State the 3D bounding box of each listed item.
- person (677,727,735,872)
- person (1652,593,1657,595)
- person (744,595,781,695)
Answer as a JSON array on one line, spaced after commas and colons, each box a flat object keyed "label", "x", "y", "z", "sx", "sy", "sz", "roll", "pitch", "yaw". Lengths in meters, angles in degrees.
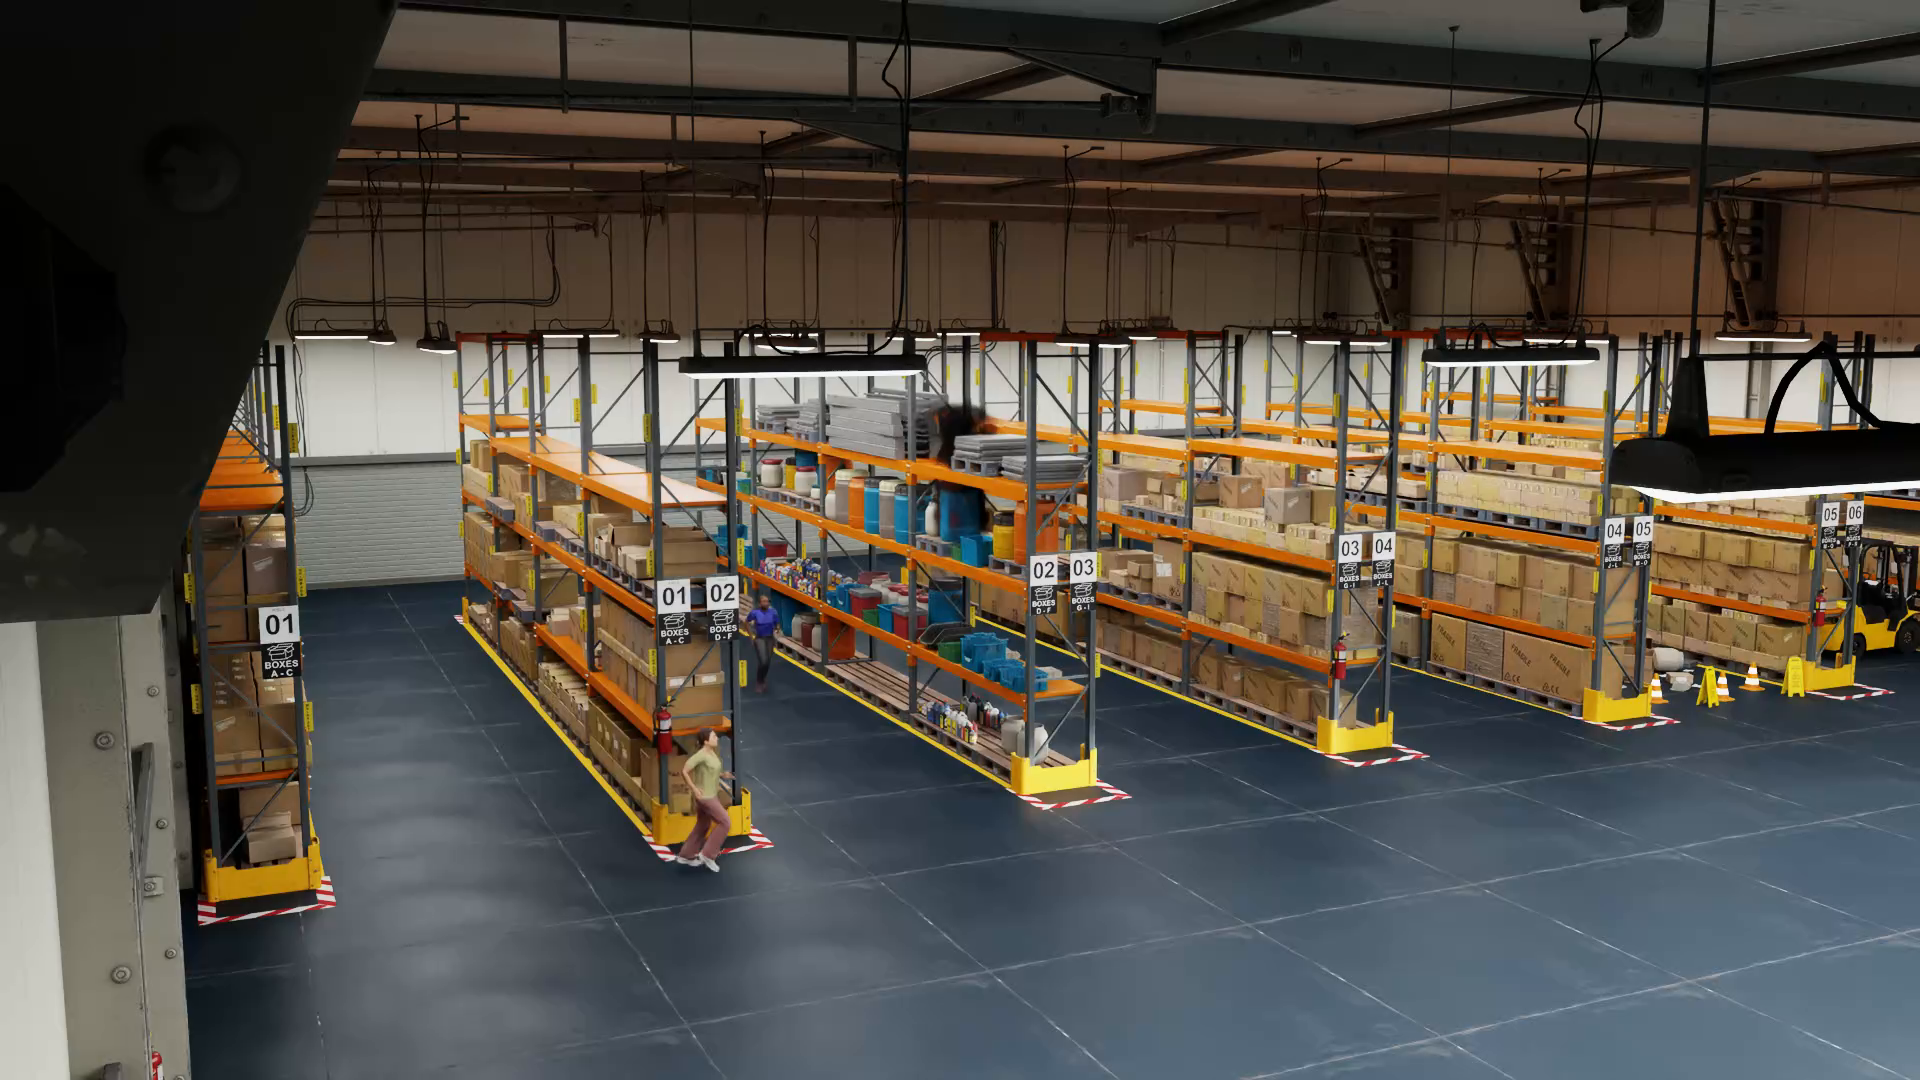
[{"label": "person", "x": -2.913, "y": 2.957, "z": 19.019, "sx": 0.676, "sy": 1.676, "sz": 0.562, "roll": 0, "pitch": 8, "yaw": 3}, {"label": "person", "x": 14.298, "y": 0.910, "z": 33.886, "sx": 0.695, "sy": 1.742, "sz": 0.948, "roll": -6, "pitch": 10, "yaw": -36}, {"label": "person", "x": -3.284, "y": 1.760, "z": 28.034, "sx": 0.576, "sy": 1.677, "sz": 0.713, "roll": -4, "pitch": 9, "yaw": -27}]
